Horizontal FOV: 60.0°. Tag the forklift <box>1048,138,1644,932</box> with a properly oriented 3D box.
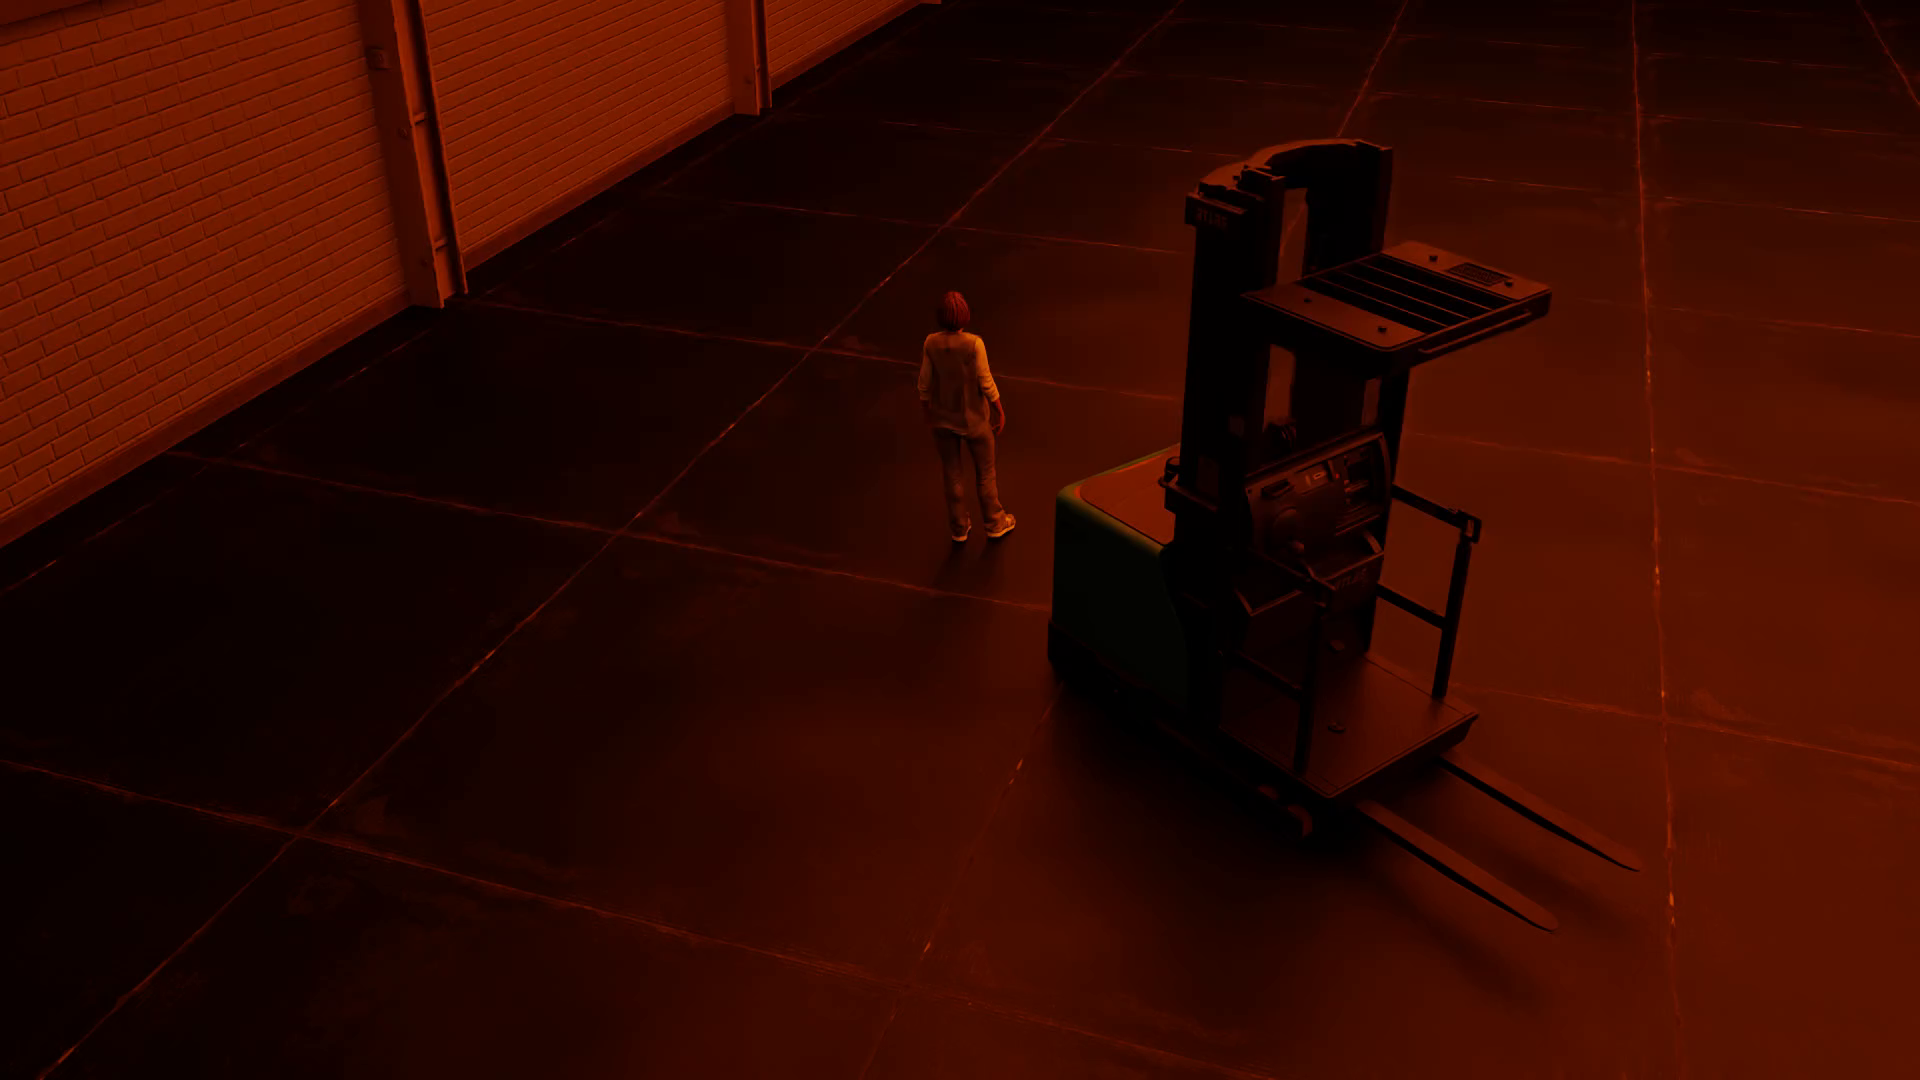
[{"bbox_3d":[1.766,-0.165,7.427,1.130,2.935,3.031,-21,36,-32],"label":"forklift"}]

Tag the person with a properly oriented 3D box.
[{"bbox_3d":[0.038,-0.733,9.754,0.520,1.599,0.473,10,31,16],"label":"person"}]
